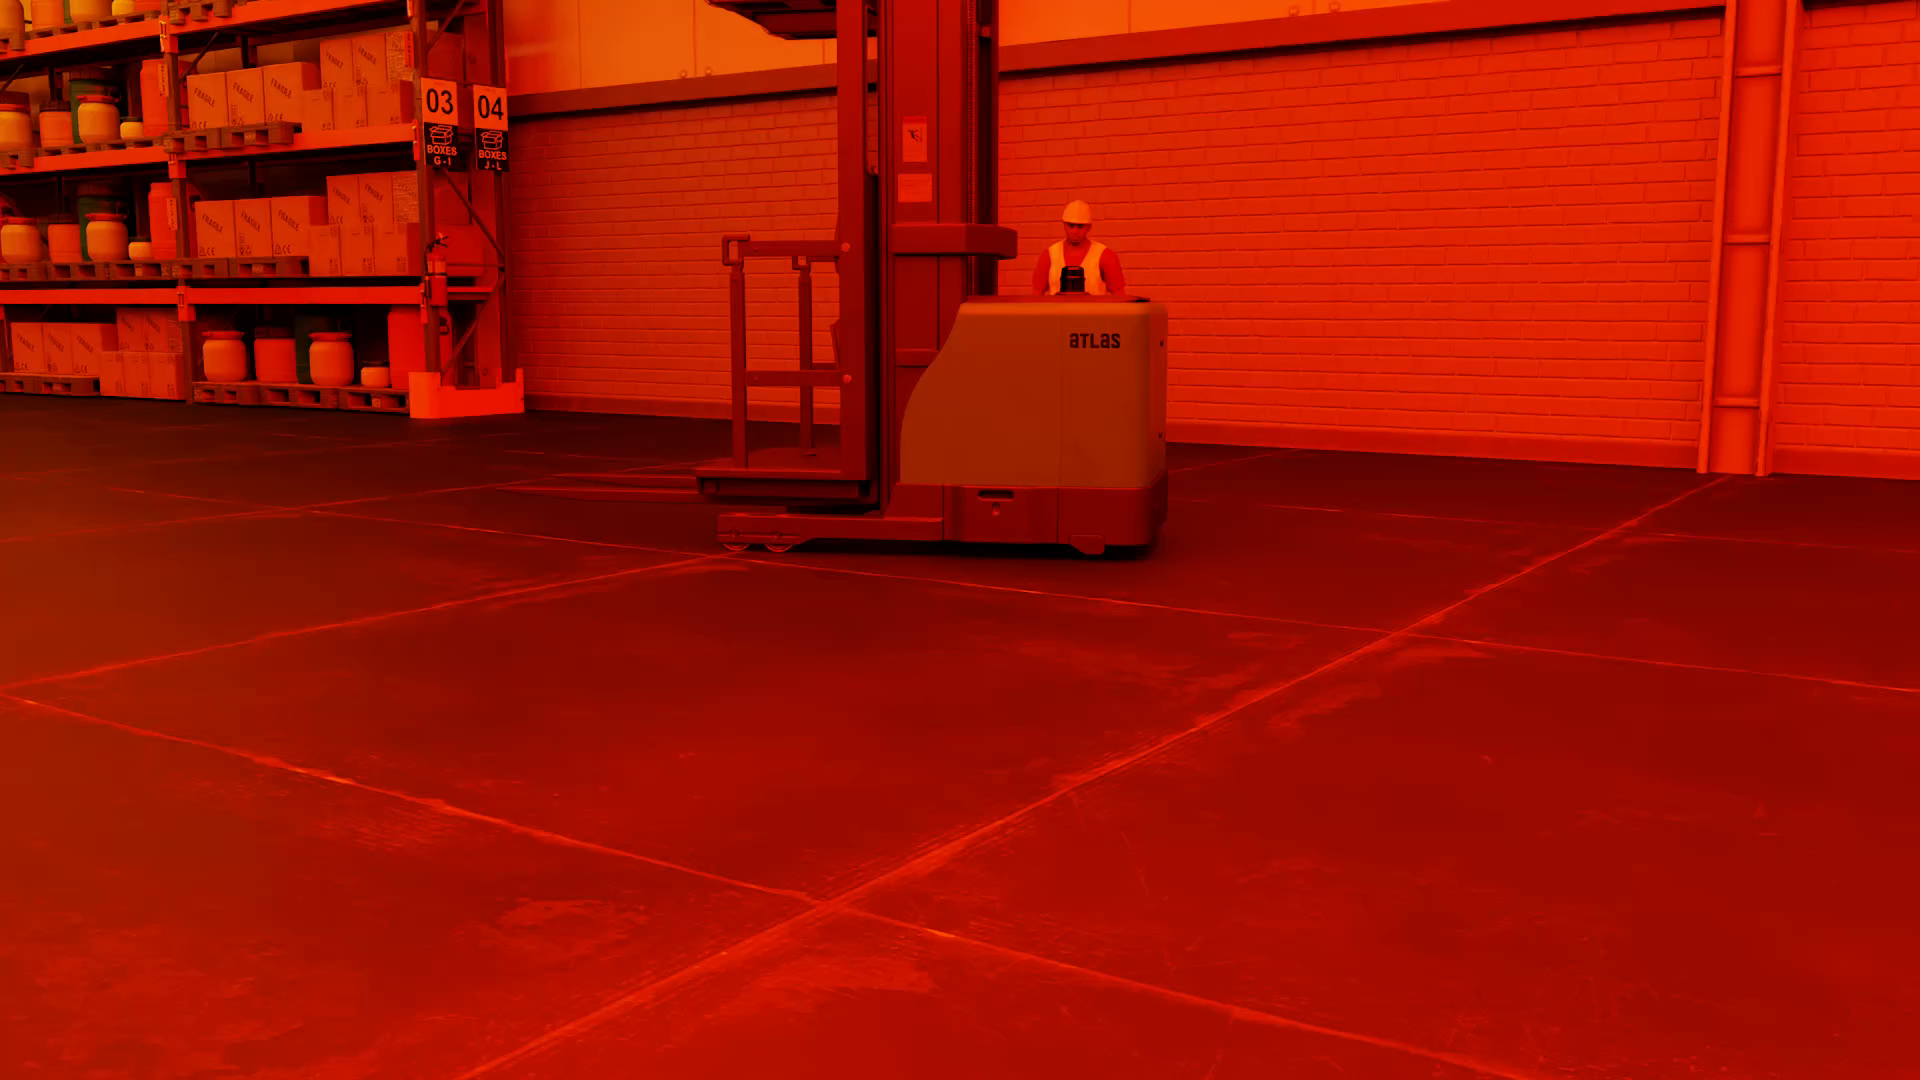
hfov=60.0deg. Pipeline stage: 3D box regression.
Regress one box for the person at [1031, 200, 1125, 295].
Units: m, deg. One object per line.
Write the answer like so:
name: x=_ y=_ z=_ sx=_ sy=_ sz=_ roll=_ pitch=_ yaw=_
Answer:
person: x=0.782 y=-1.416 z=11.319 sx=0.692 sy=1.762 sz=0.451 roll=2 pitch=8 yaw=13

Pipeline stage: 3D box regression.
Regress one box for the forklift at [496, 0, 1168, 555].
forklift: x=-0.596 y=-1.469 z=7.520 sx=3.031 sy=2.935 sz=1.130 roll=2 pitch=8 yaw=12
